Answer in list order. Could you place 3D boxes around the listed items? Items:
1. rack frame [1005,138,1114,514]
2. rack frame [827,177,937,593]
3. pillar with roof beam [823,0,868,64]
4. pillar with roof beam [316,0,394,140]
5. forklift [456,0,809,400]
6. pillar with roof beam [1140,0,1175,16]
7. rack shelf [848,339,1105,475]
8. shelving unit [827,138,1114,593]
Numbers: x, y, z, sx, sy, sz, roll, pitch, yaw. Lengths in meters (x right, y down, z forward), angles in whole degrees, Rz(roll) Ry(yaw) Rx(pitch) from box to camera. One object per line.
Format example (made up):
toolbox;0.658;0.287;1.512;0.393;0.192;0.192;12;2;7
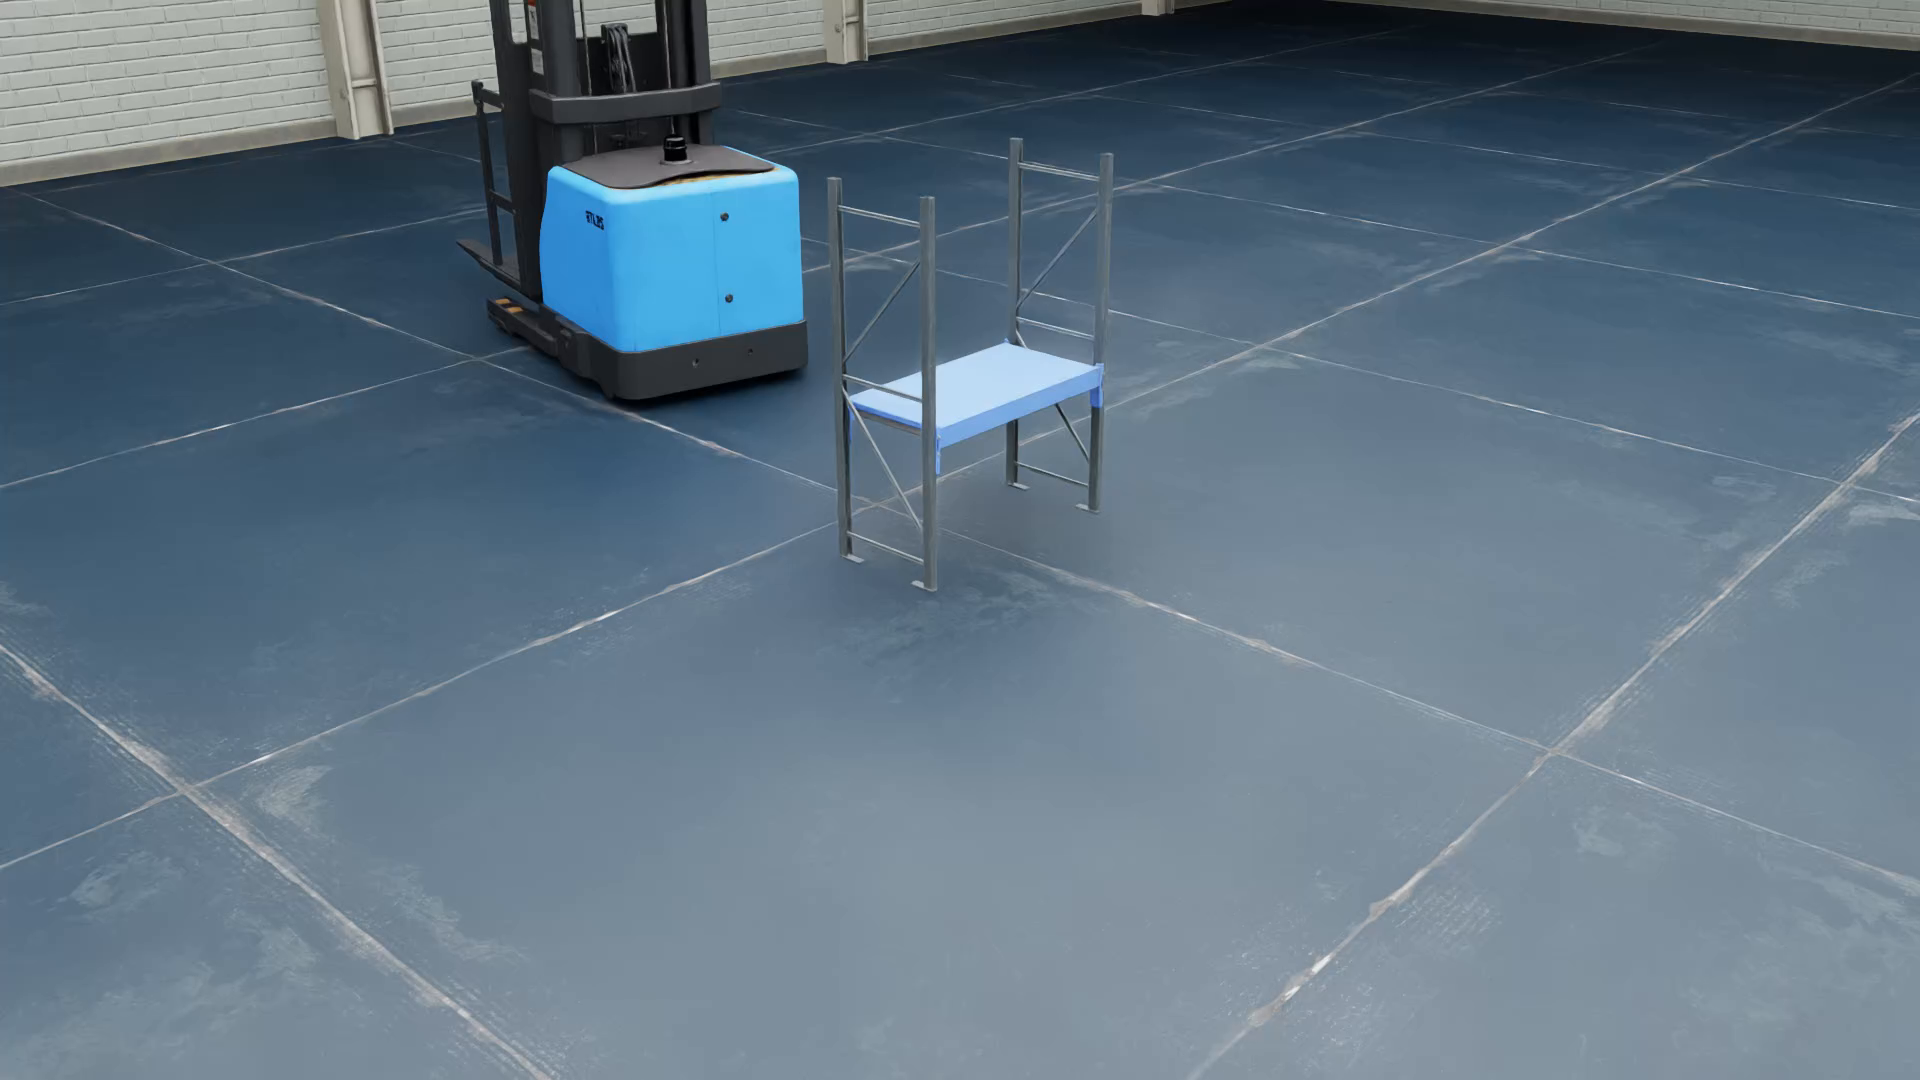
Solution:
rack frame;0.396;-0.865;6.847;0.500;1.500;0.032;20;31;38
rack frame;-0.282;-0.555;6.156;0.500;1.500;0.032;20;31;38
pillar with roof beam;1.920;-8.367;14.413;9.100;9.000;0.400;20;31;38
pillar with roof beam;-2.085;-6.539;10.336;9.100;9.000;0.400;20;31;38
forklift;-2.023;-2.571;8.901;1.130;2.935;3.031;-15;28;-31
pillar with roof beam;5.924;-10.195;18.490;9.100;9.000;0.400;20;31;38
rack shelf;0.057;-0.546;6.575;0.538;0.185;1.000;20;31;38
shelving unit;0.057;-0.710;6.501;0.538;1.500;1.048;20;31;38
